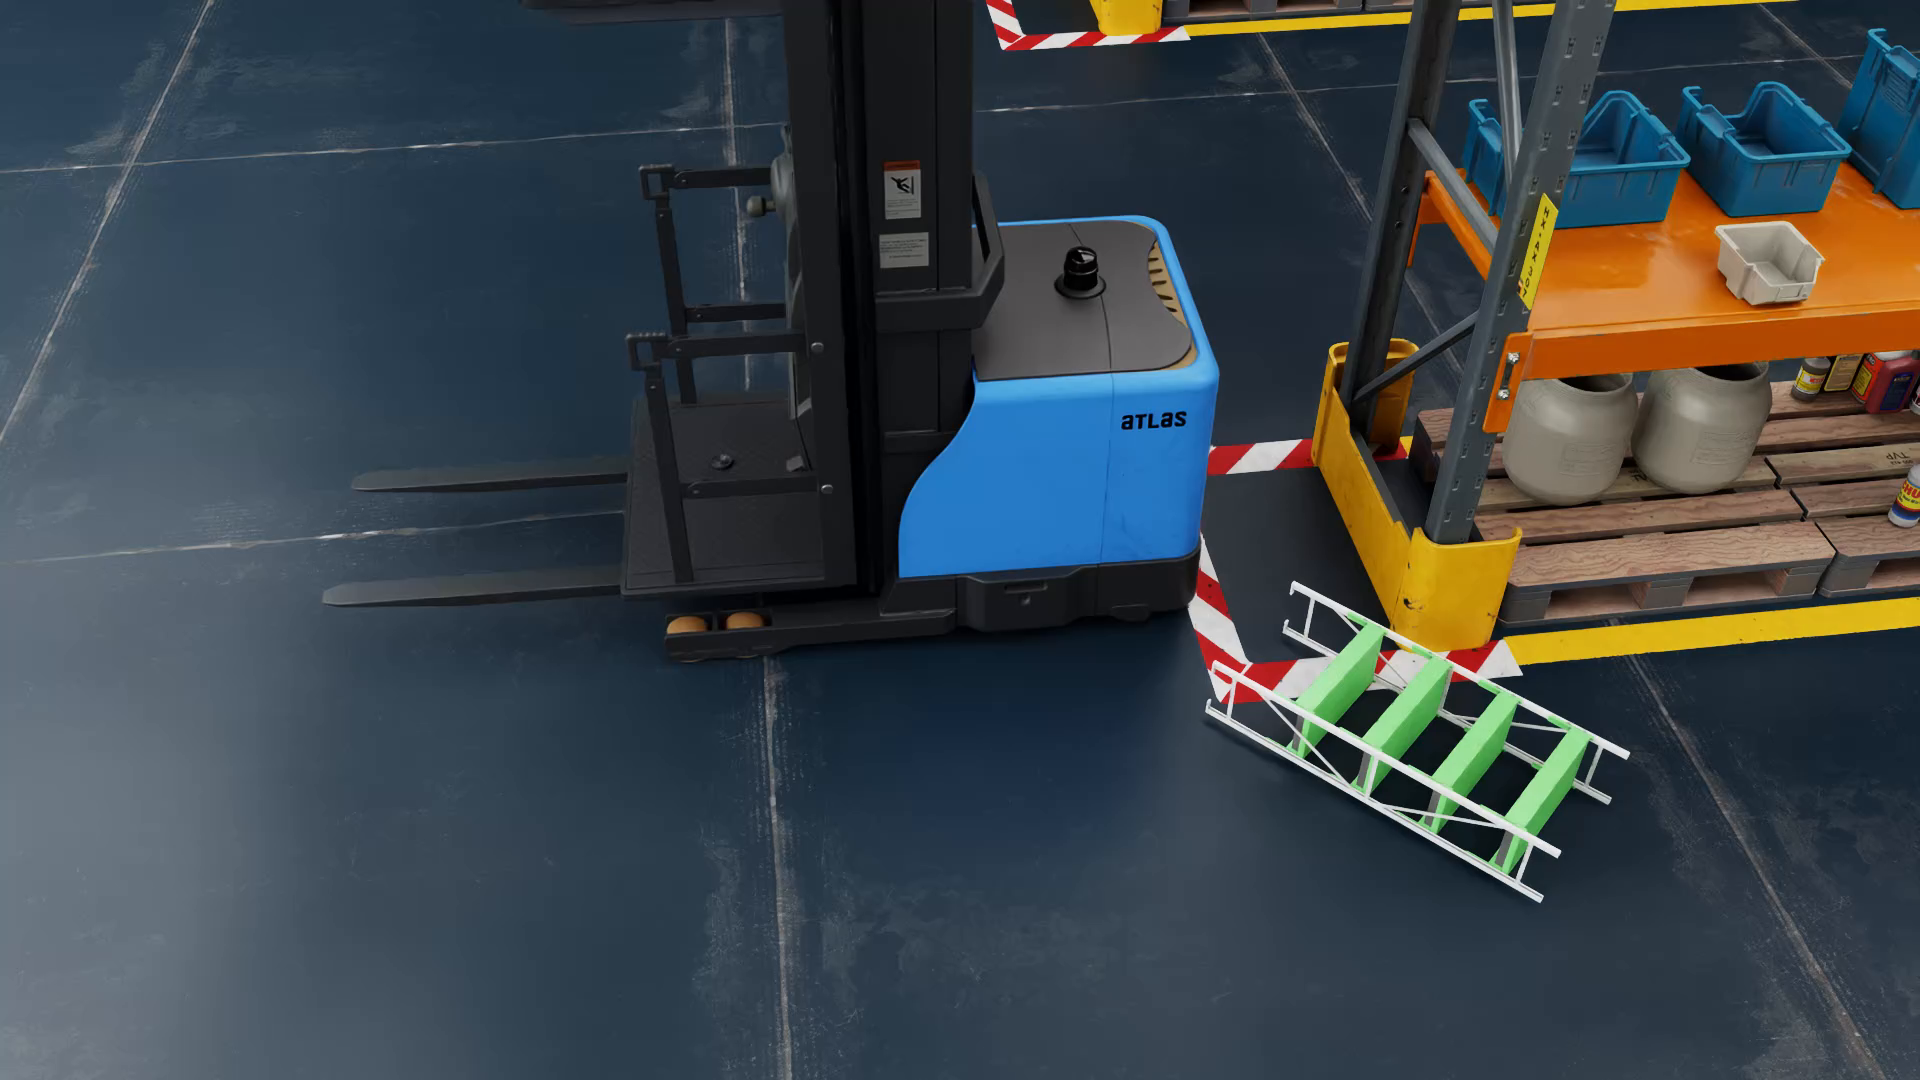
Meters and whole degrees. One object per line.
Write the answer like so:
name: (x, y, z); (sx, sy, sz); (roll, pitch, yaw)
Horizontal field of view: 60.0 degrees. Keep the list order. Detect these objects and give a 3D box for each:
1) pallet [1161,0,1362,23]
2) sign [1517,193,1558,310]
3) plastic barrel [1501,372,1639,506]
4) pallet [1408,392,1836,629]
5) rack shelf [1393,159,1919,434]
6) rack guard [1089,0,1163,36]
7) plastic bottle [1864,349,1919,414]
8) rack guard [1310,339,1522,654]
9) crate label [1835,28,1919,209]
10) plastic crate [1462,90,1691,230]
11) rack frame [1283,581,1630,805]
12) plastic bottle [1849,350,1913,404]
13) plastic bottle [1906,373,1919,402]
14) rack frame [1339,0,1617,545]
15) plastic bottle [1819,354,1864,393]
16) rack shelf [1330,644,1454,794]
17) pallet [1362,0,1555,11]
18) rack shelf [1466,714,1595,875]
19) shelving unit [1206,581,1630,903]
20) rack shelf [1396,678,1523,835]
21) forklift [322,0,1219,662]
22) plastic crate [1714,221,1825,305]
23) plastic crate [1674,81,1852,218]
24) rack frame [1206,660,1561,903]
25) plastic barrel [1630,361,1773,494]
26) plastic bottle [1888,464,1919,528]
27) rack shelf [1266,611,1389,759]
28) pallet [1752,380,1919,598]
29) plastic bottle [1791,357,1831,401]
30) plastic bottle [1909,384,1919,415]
pallet: (1.680, -3.425, 9.890); (1.213, 0.211, 1.003); (-5, 42, -6)
sign: (1.632, -0.814, 4.706); (0.005, 0.325, 0.100); (-5, 42, -6)
plastic barrel: (2.208, -0.417, 6.016); (0.421, 0.512, 0.421); (0, 42, 0)
pallet: (2.441, -0.146, 6.254); (1.213, 0.211, 1.003); (-5, 42, -6)
rack shelf: (3.549, -0.983, 5.637); (4.000, 0.370, 1.077); (-5, 42, -6)
rack guard: (0.903, -3.436, 9.686); (0.348, 0.500, 1.175); (-5, 42, -6)
plastic bottle: (3.597, -0.615, 6.392); (0.133, 0.283, 0.061); (-5, 42, -6)
rack guard: (1.635, -0.186, 6.083); (0.348, 0.500, 1.175); (-5, 42, -6)
crate label: (3.355, -1.429, 5.568); (0.616, 0.435, 0.502); (-5, 42, -6)
plastic crate: (2.023, -1.264, 5.522); (0.616, 0.251, 0.499); (-5, 42, -6)
rack frame: (1.600, 0.490, 5.487); (1.200, 0.240, 0.015); (29, 50, 28)
plastic bottle: (3.583, -0.683, 6.473); (0.135, 0.276, 0.152); (-5, 42, -5)
plastic bottle: (3.721, -0.695, 6.486); (0.135, 0.276, 0.152); (-6, 42, -7)
rack frame: (1.565, -1.077, 5.204); (0.127, 3.000, 1.000); (-5, 42, -6)
plastic bottle: (3.443, -0.704, 6.491); (0.133, 0.283, 0.061); (-4, 42, -4)
rack shelf: (1.395, 0.588, 5.378); (0.148, 0.258, 0.480); (29, 50, 28)
pallet: (2.887, -3.529, 10.005); (1.213, 0.211, 1.003); (-5, 42, -6)
rack shelf: (1.764, 0.794, 5.150); (0.148, 0.258, 0.480); (29, 50, 28)
shelving unit: (1.444, 0.616, 5.348); (1.200, 0.258, 0.503); (29, 50, 28)
rack shelf: (1.579, 0.691, 5.264); (0.148, 0.258, 0.480); (29, 50, 28)
forklift: (-0.711, -1.037, 5.211); (3.031, 2.935, 1.130); (-4, 42, -4)
plastic crate: (2.494, -0.843, 5.142); (0.250, 0.136, 0.298); (-5, 42, -6)
plastic crate: (2.668, -1.316, 5.581); (0.408, 0.251, 0.499); (-5, 42, -6)
rack frame: (1.288, 0.741, 5.208); (1.200, 0.240, 0.015); (29, 50, 28)
plastic barrel: (2.705, -0.460, 6.064); (0.421, 0.512, 0.421); (0, 42, 0)
plastic bottle: (3.404, -0.177, 5.916); (0.097, 0.271, 0.097); (0, 42, 0)
rack shelf: (1.211, 0.485, 5.492); (0.148, 0.258, 0.480); (29, 50, 28)
pallet: (3.648, -0.250, 6.369); (1.213, 0.211, 1.003); (-5, 42, -6)
plastic bottle: (3.330, -0.651, 6.493); (0.097, 0.201, 0.097); (0, 42, 0)
plastic bottle: (3.755, -0.586, 6.421); (0.097, 0.201, 0.097); (0, 42, 0)
